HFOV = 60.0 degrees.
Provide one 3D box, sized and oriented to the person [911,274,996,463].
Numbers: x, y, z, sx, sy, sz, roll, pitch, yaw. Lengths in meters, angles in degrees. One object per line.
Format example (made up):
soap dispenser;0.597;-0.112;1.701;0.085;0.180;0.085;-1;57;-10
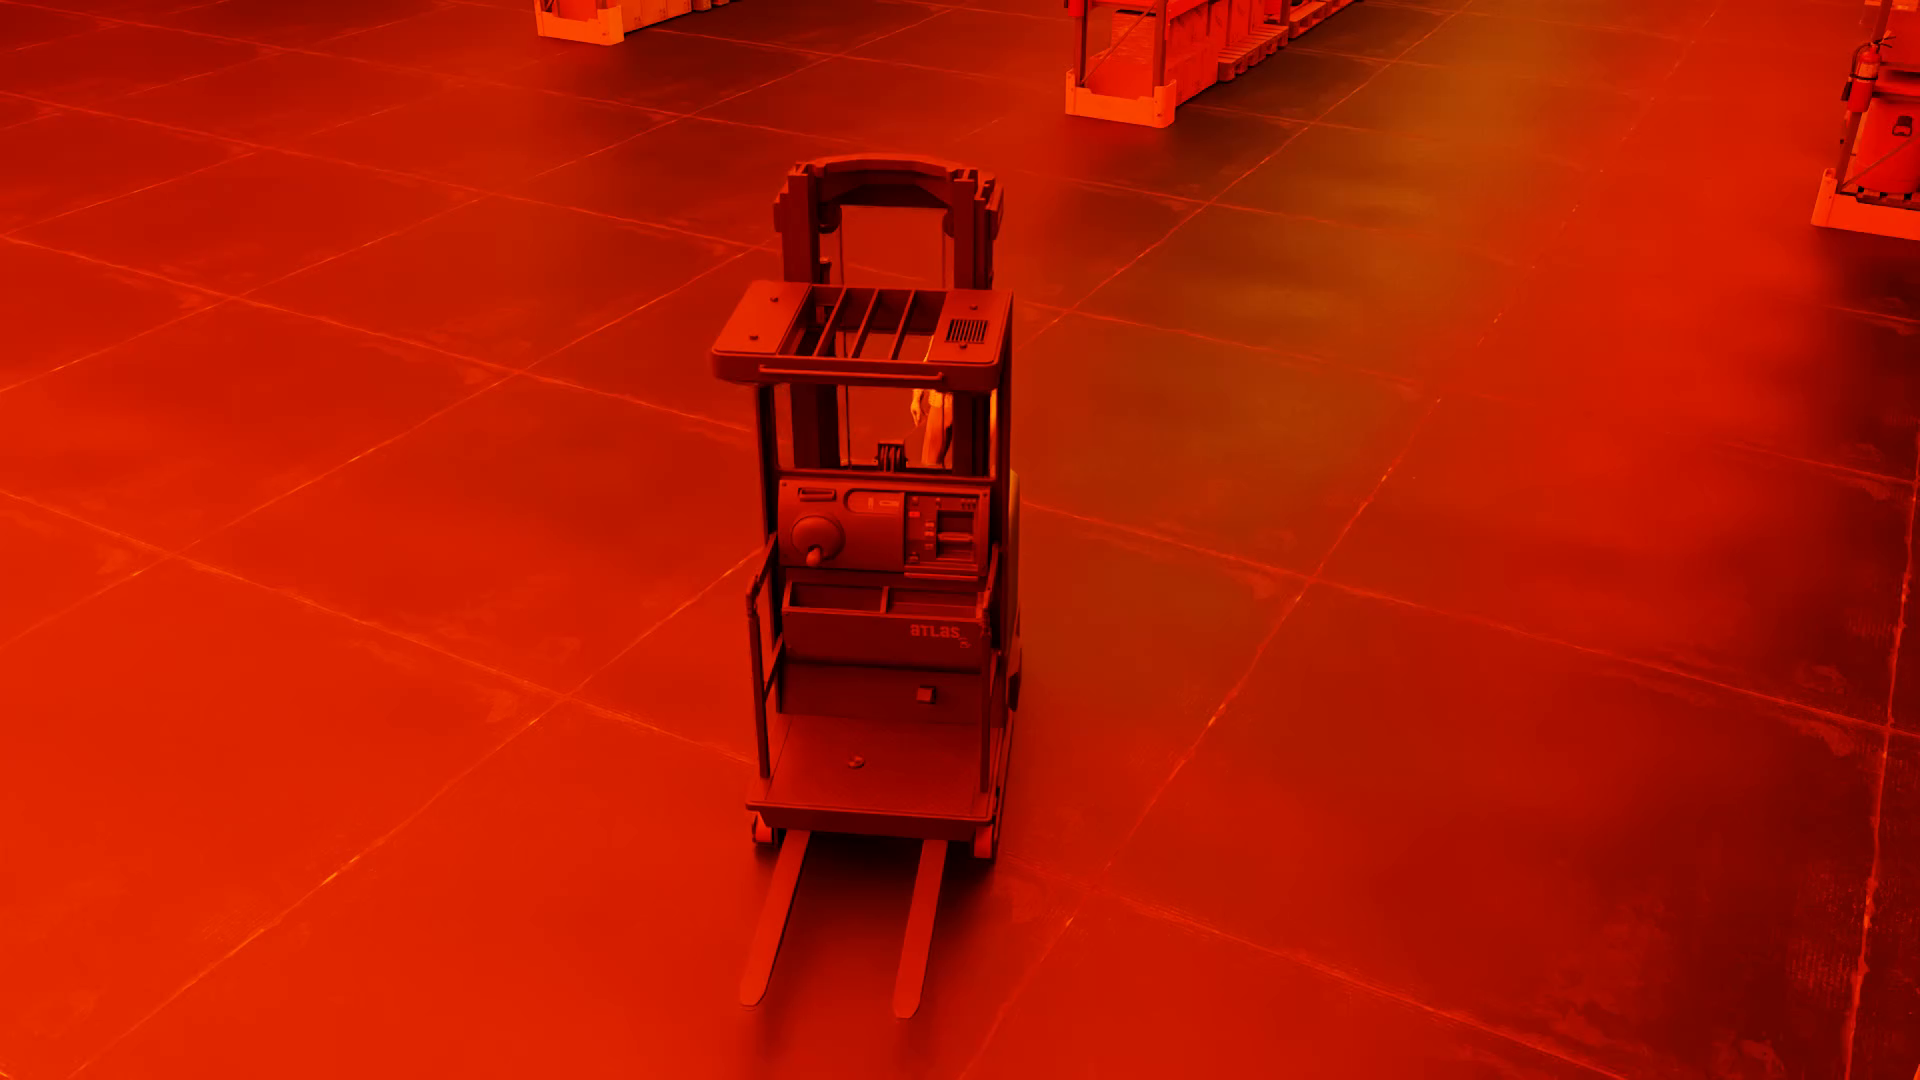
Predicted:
person;-0.039;-0.712;9.526;0.587;1.695;0.531;15;33;25

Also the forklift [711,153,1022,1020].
forklift;-0.354;-0.011;7.089;1.130;2.935;3.031;3;30;5
